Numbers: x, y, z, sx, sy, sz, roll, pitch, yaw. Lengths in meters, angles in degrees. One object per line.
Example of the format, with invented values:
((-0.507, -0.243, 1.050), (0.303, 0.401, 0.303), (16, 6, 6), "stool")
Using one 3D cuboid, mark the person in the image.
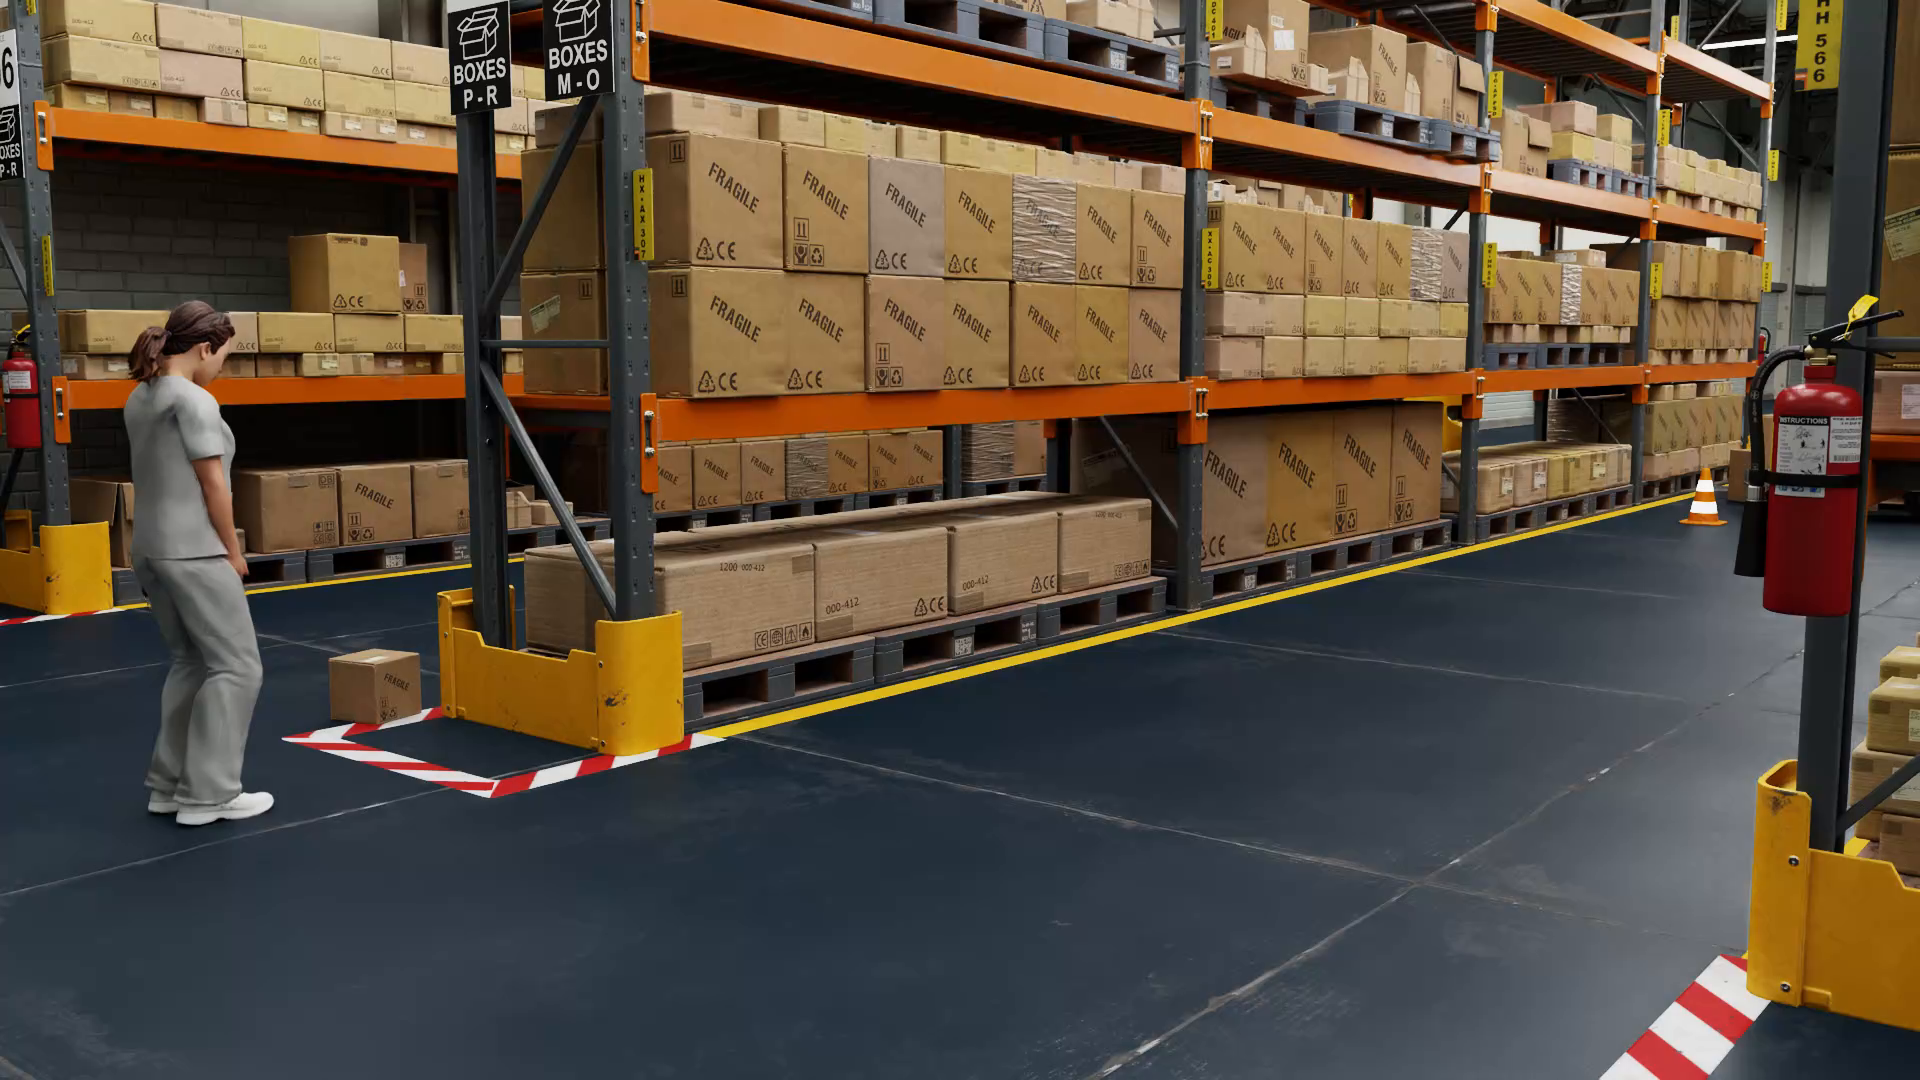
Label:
((-2.464, 0.066, 5.327), (0.453, 1.652, 0.347), (6, 9, 40), "person")
